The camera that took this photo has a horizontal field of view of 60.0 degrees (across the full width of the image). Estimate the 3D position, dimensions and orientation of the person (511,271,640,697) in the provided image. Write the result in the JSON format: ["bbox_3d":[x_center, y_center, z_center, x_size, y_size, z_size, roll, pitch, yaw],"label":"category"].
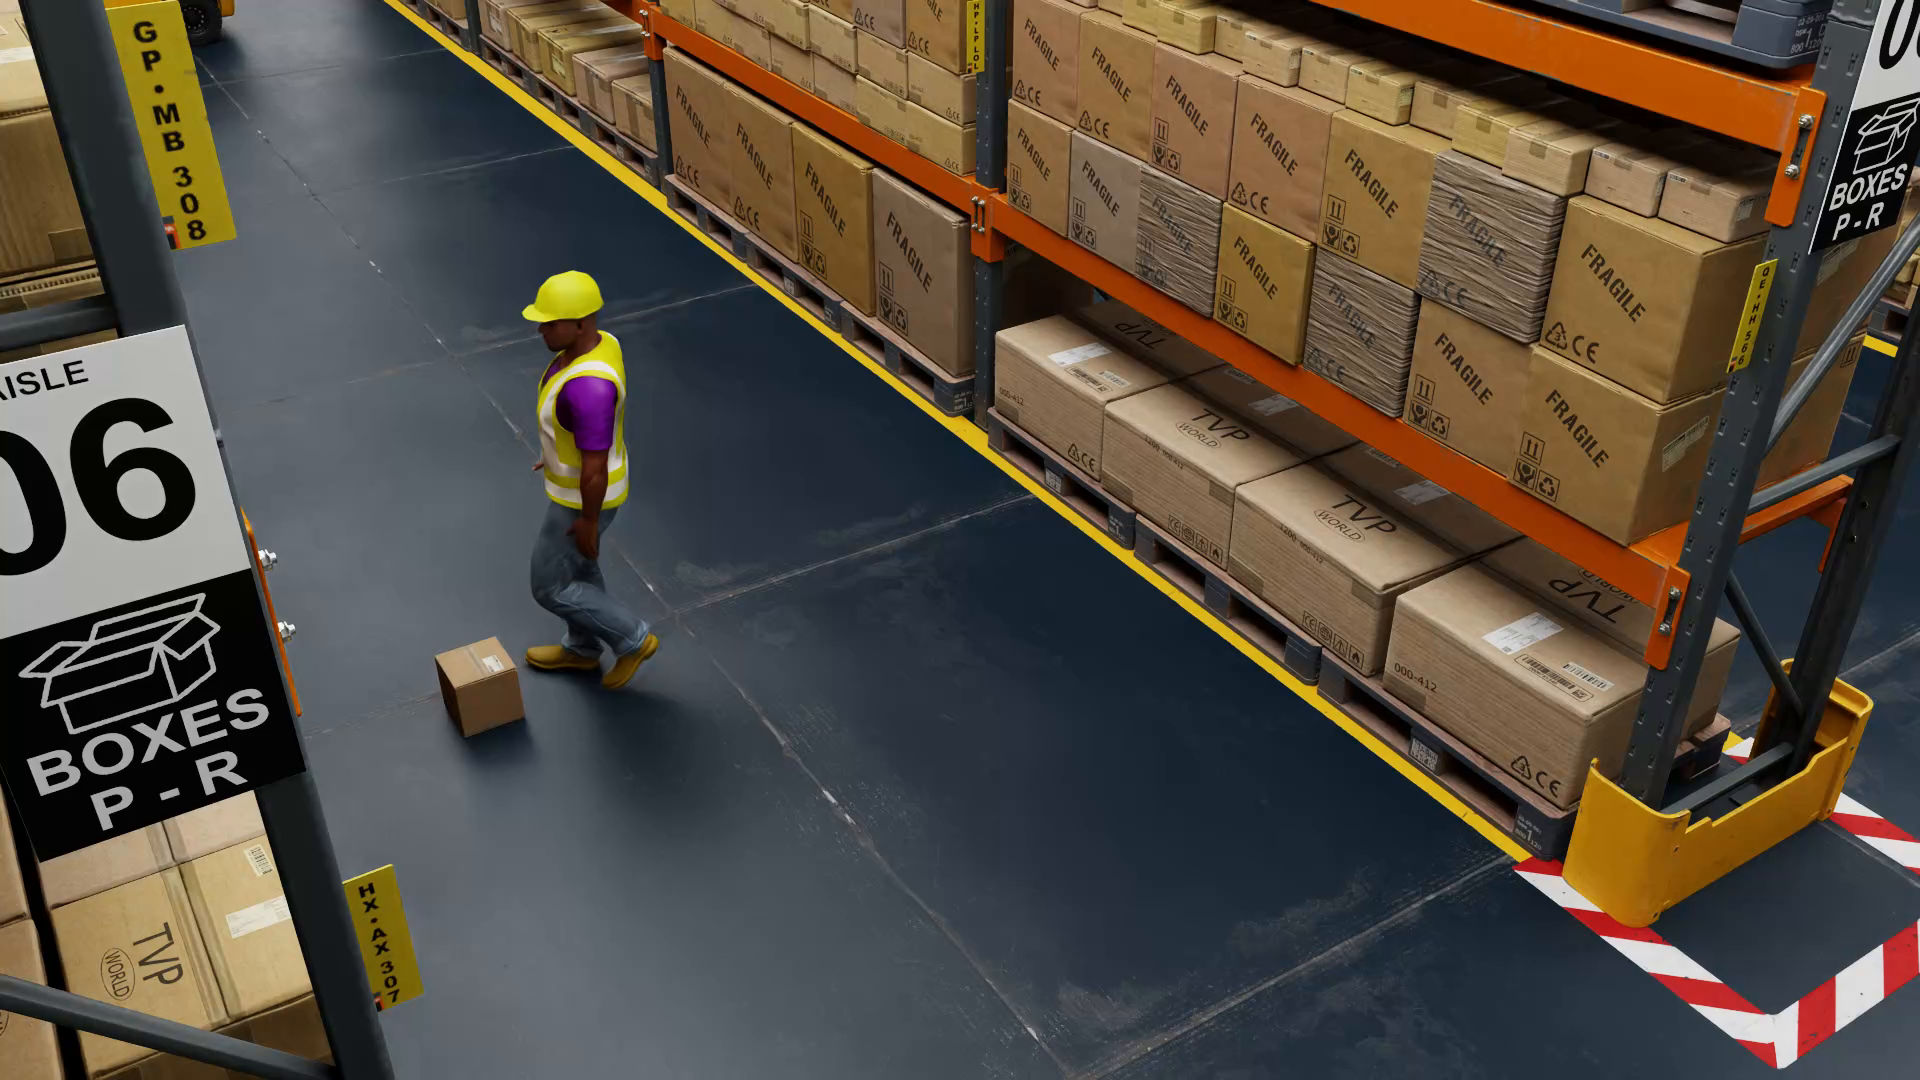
[{"bbox_3d":[-1.535,-0.205,6.428,0.502,1.766,0.615,-7,33,-10],"label":"person"}]
